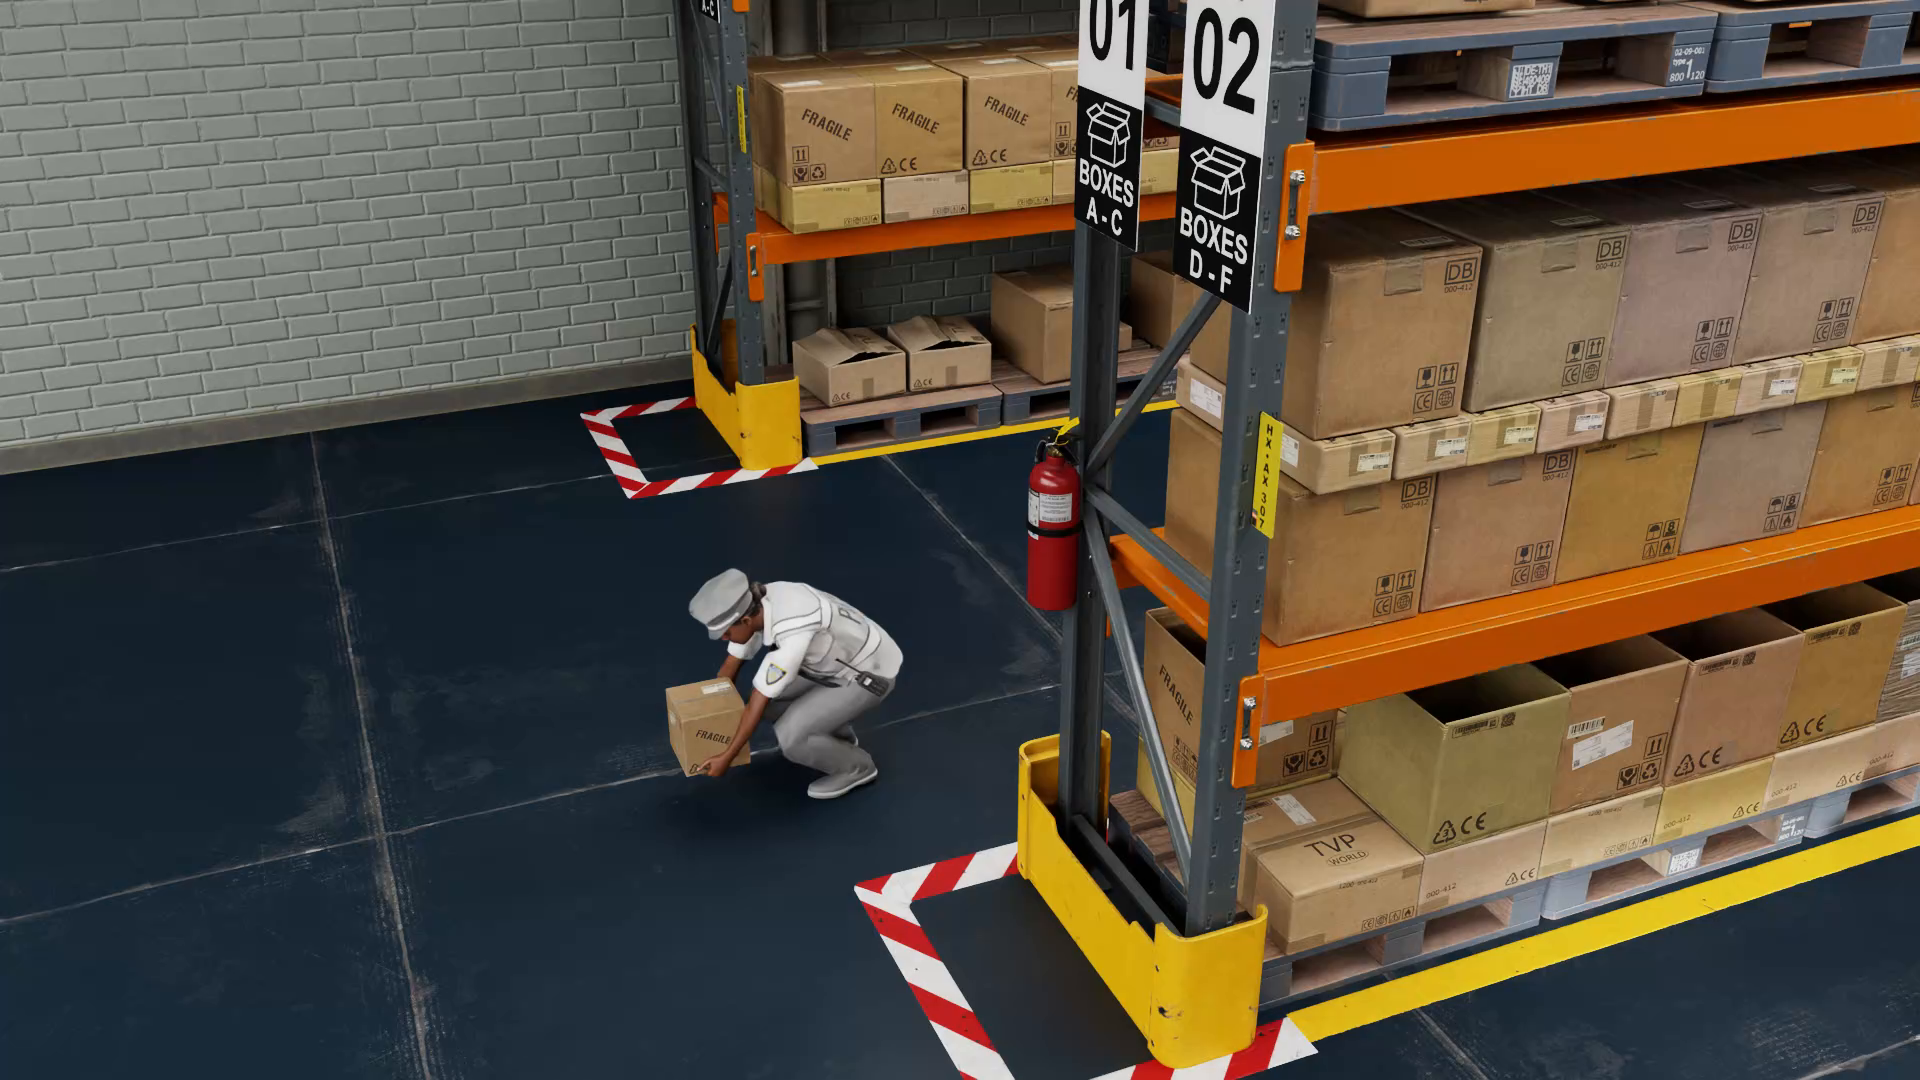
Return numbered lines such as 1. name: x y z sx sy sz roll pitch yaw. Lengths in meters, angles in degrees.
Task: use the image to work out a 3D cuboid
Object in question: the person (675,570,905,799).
1. person: -0.643 0.510 6.362 0.883 0.979 0.462 -11 28 -22
